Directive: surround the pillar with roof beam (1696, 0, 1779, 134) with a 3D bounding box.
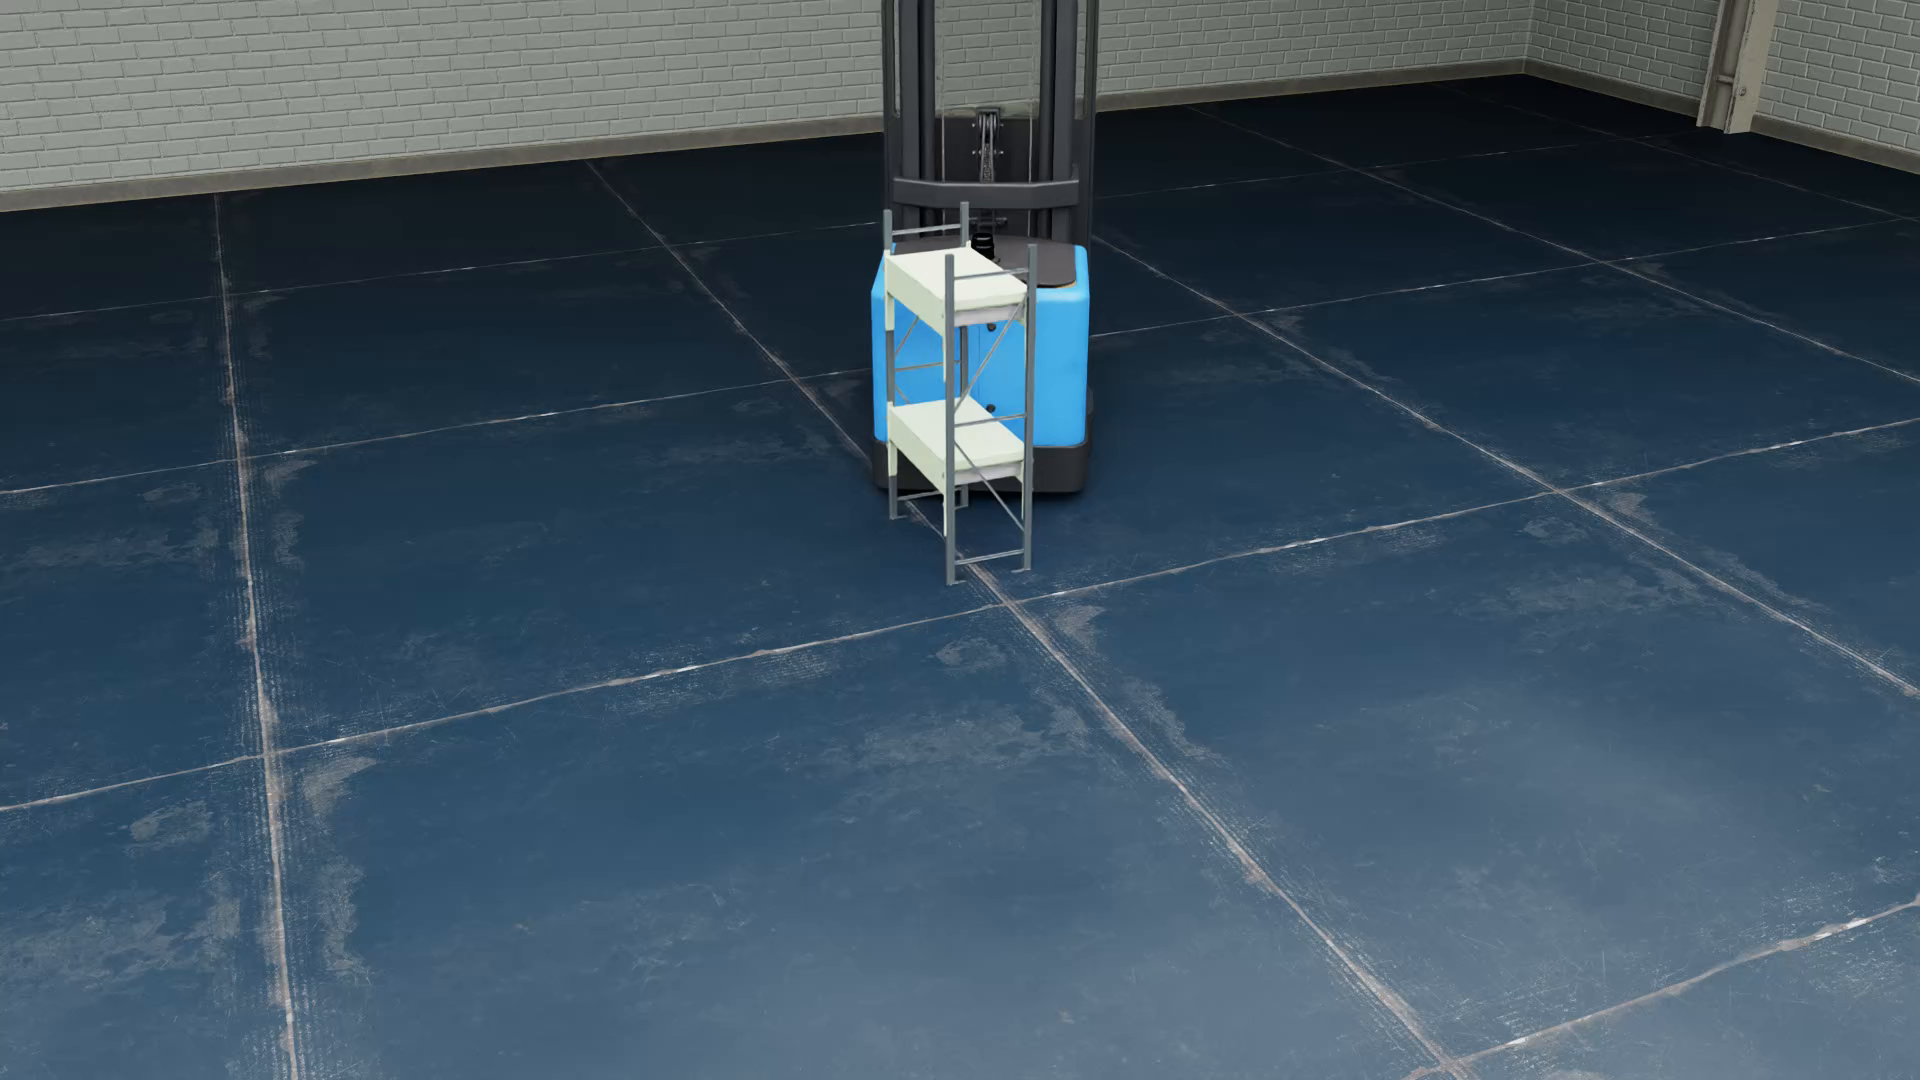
[{"bbox_3d":[3.262,-7.199,12.239,9.100,9.000,0.400,-11,28,-21],"label":"pillar with roof beam"}]

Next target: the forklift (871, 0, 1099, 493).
[{"bbox_3d":[0.163,-2.154,8.821,1.130,2.935,3.031,1,26,3],"label":"forklift"}]

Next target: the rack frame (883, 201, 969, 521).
[{"bbox_3d":[-0.149,-0.802,7.684,0.400,1.500,0.023,-10,28,-20],"label":"rack frame"}]

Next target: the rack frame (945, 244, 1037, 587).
[{"bbox_3d":[0.128,-0.505,7.075,0.400,1.500,0.023,-10,28,-20],"label":"rack frame"}]

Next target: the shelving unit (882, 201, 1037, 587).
[{"bbox_3d":[-0.011,-0.654,7.380,0.431,1.500,0.755,-10,28,-20],"label":"shelving unit"}]

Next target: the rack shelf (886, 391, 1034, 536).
[{"bbox_3d":[-0.011,-0.361,7.523,0.431,0.370,0.720,-10,28,-20],"label":"rack shelf"}]

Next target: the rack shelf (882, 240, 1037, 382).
[{"bbox_3d":[-0.011,-1.004,7.208,0.431,0.370,0.720,-10,28,-20],"label":"rack shelf"}]
